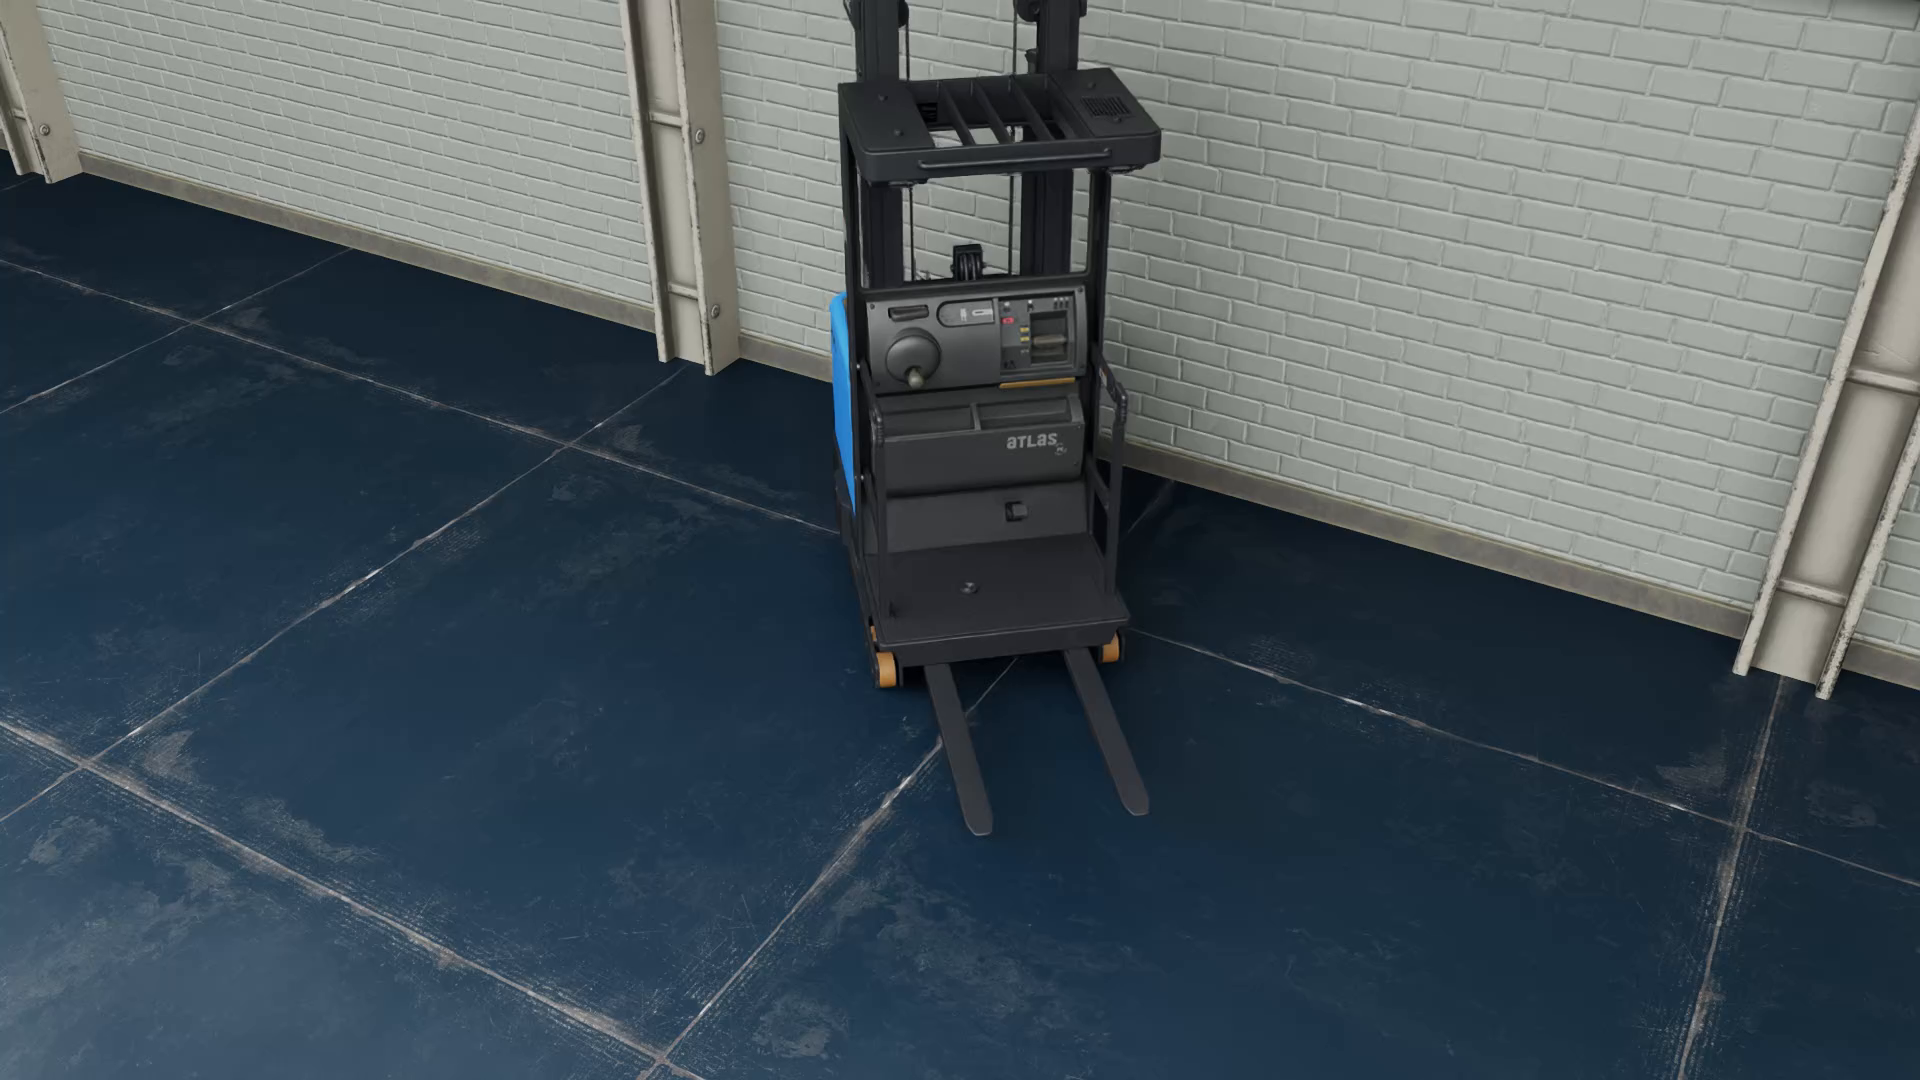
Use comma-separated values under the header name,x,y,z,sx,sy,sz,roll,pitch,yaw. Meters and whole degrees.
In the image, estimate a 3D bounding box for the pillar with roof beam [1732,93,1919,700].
name,x,y,z,sx,sy,sz,roll,pitch,yaw
pillar with roof beam,1.535,-1.108,1.794,0.400,9.000,9.100,18,37,24

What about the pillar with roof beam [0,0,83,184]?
name,x,y,z,sx,sy,sz,roll,pitch,yaw
pillar with roof beam,-8.884,-4.408,6.750,0.400,9.000,9.100,18,37,24

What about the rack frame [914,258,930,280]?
name,x,y,z,sx,sy,sz,roll,pitch,yaw
rack frame,-0.187,-0.952,8.722,0.008,1.050,0.200,-14,33,-20

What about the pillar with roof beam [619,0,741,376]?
name,x,y,z,sx,sy,sz,roll,pitch,yaw
pillar with roof beam,-3.675,-2.758,4.272,0.400,9.000,9.100,18,37,24

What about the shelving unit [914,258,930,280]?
name,x,y,z,sx,sy,sz,roll,pitch,yaw
shelving unit,-0.297,-0.924,8.679,0.252,1.050,0.215,-14,33,-20

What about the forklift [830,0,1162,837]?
name,x,y,z,sx,sy,sz,roll,pitch,yaw
forklift,0.116,-0.791,6.794,1.130,2.935,3.031,-6,34,-9
